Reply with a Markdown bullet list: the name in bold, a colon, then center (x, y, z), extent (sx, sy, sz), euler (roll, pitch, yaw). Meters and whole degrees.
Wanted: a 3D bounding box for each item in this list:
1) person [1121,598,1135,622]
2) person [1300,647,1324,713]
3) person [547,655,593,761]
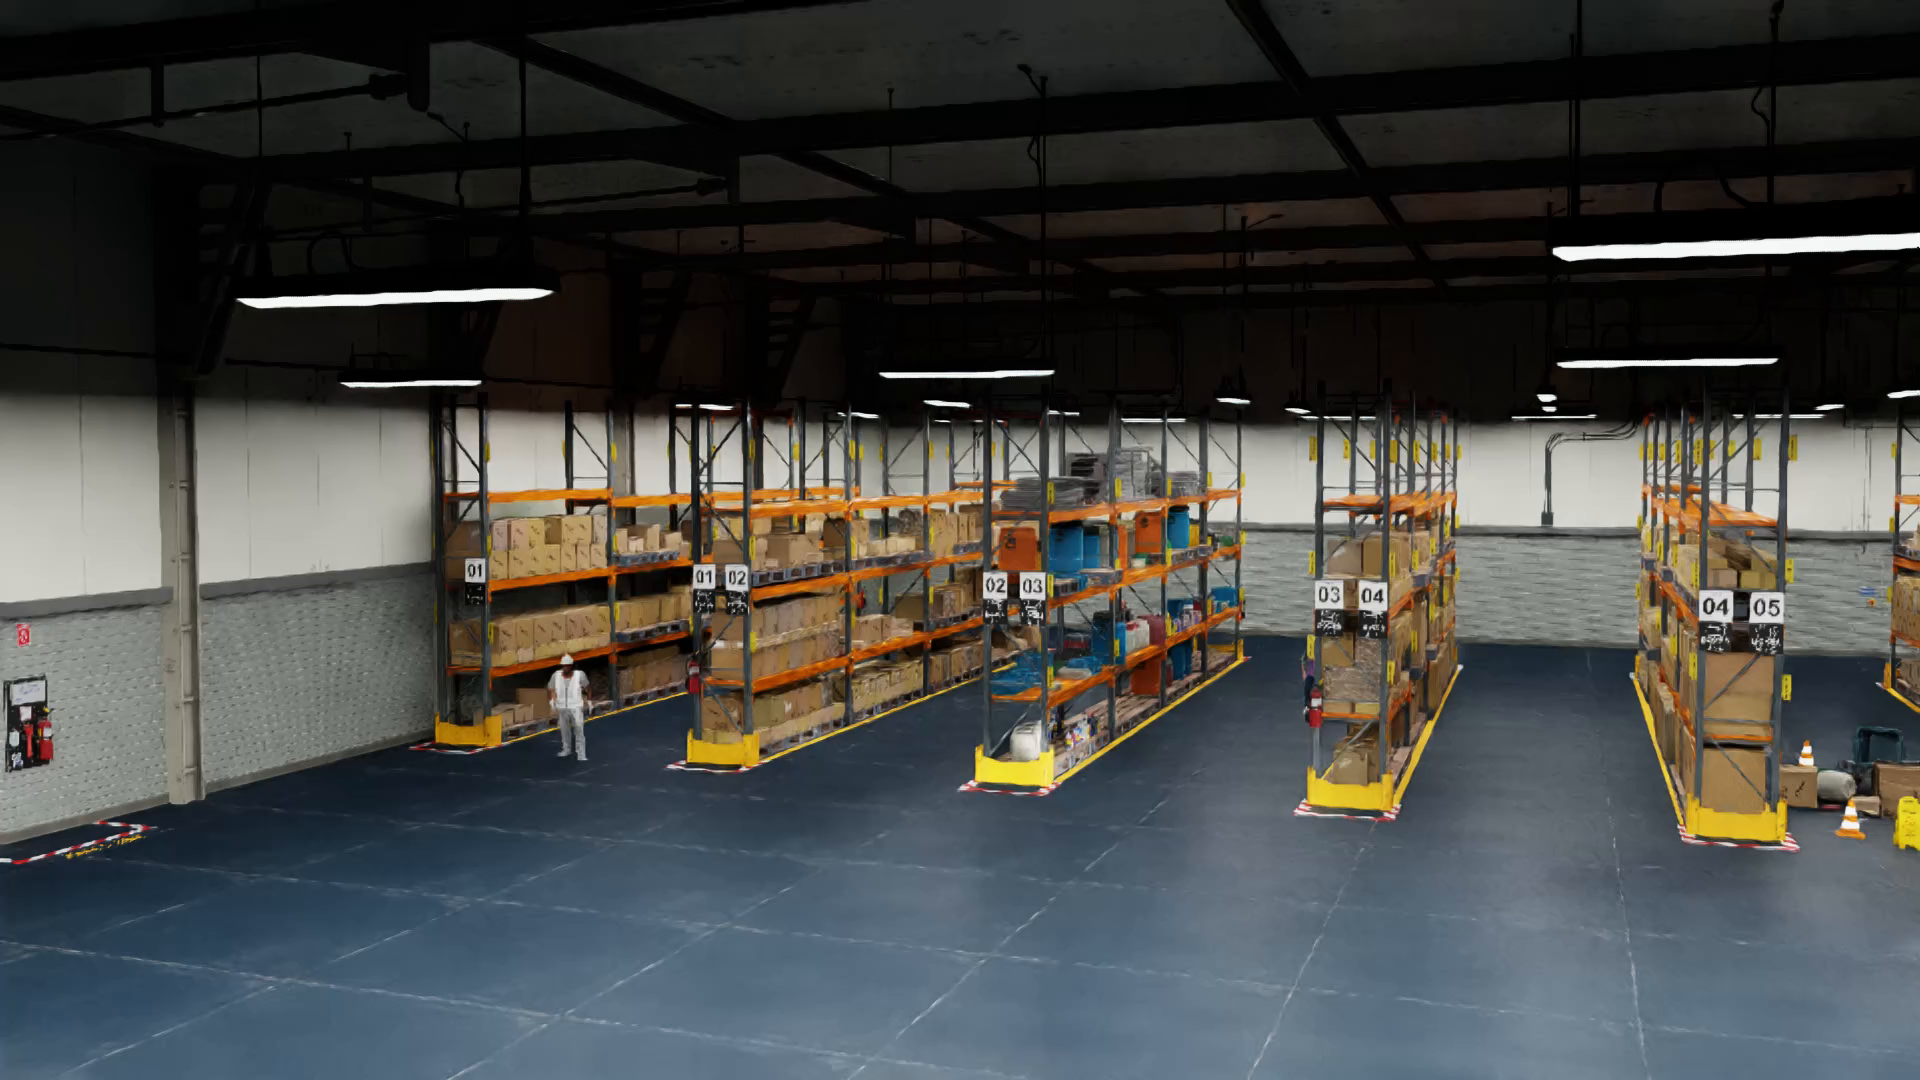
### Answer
- **person**: center (3.738, 2.144, 38.024), extent (0.543, 1.649, 1.119), euler (1, 3, 18)
- **person**: center (6.736, 2.559, 31.539), extent (0.566, 1.541, 0.519), euler (1, 3, 17)
- **person**: center (-6.310, 2.698, 26.925), extent (0.704, 1.711, 0.835), euler (0, 3, 2)
